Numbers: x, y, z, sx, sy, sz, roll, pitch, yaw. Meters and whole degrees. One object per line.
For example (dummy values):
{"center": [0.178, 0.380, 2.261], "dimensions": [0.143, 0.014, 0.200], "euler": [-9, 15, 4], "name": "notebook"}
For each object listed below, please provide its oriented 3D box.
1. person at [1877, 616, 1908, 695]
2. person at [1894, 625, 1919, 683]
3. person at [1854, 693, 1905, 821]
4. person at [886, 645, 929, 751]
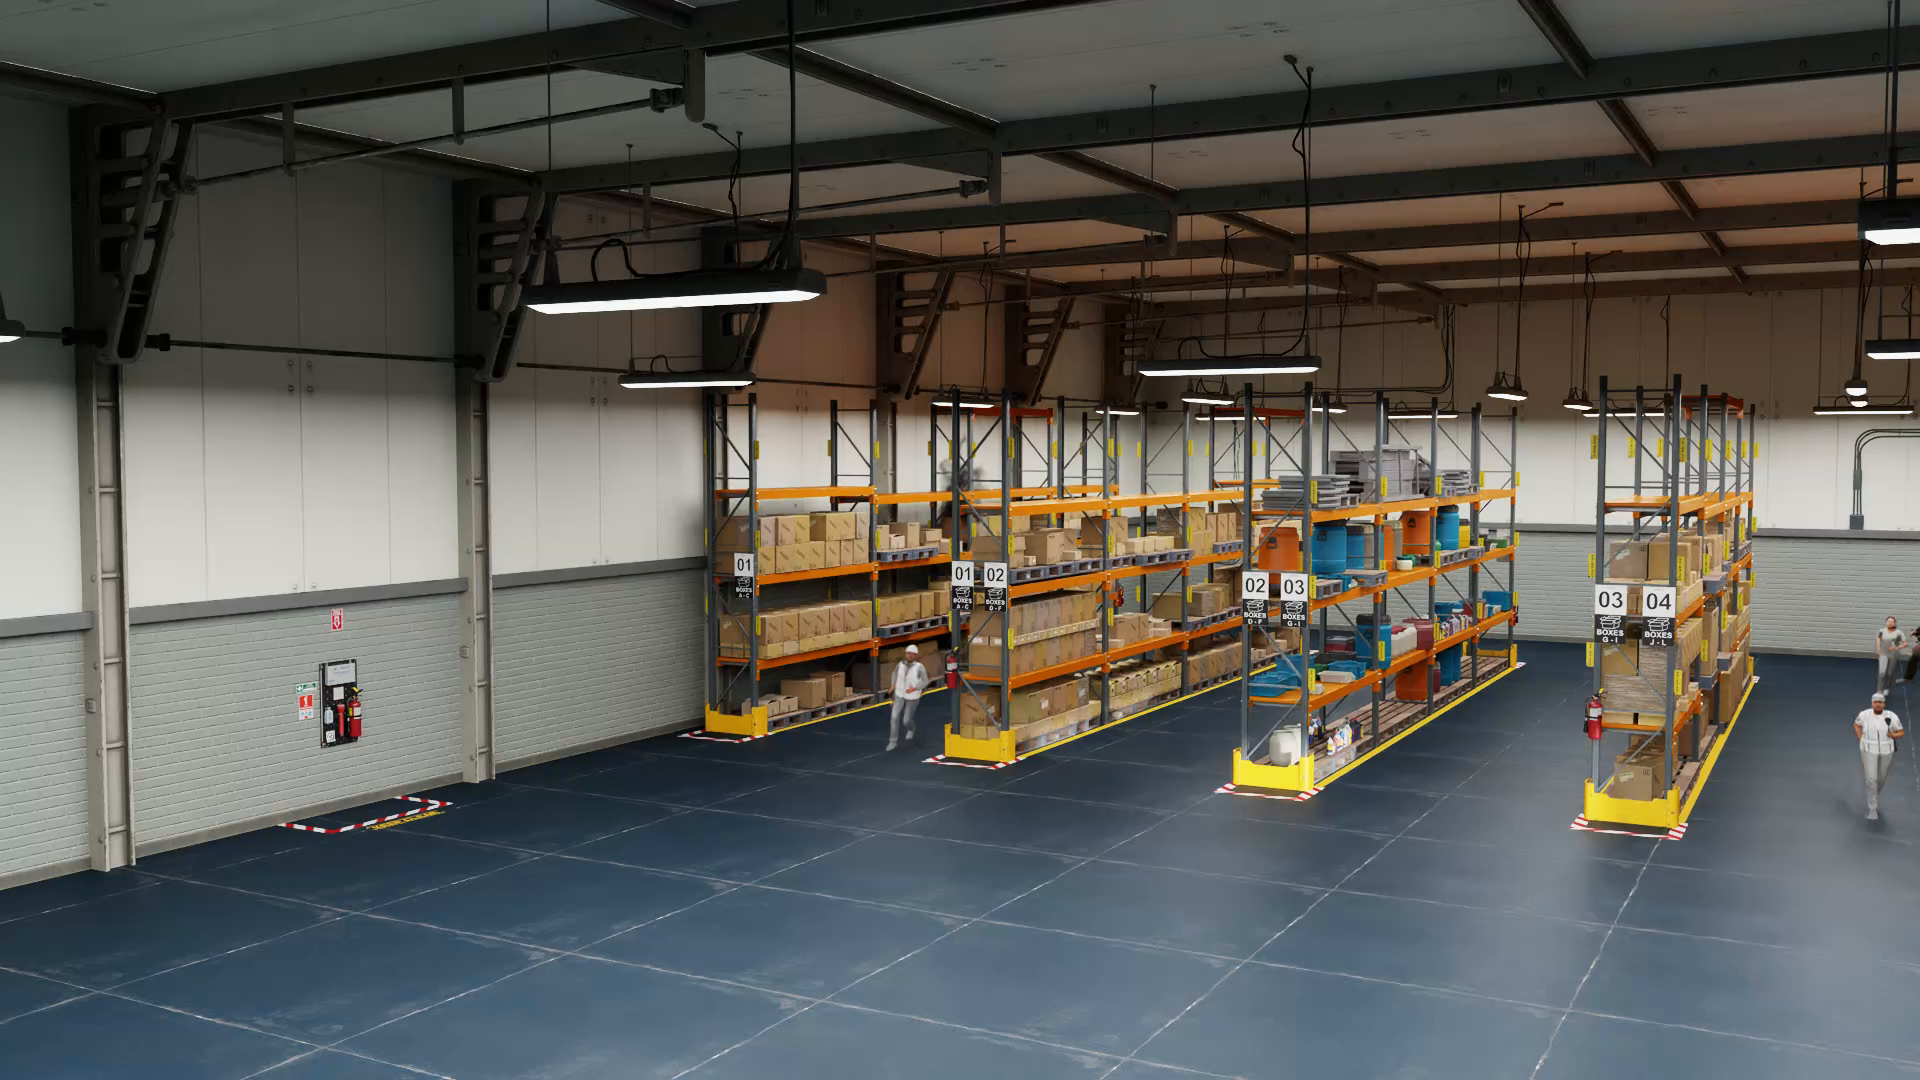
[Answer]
{"center": [18.669, 2.367, 33.323], "dimensions": [0.569, 1.706, 0.829], "euler": [2, 4, 36], "name": "person"}
{"center": [20.502, 2.235, 35.461], "dimensions": [0.963, 1.719, 0.849], "euler": [2, 4, 30], "name": "person"}
{"center": [12.597, 2.946, 22.792], "dimensions": [0.583, 1.712, 0.825], "euler": [1, 3, 20], "name": "person"}
{"center": [-0.855, 2.629, 27.978], "dimensions": [0.697, 1.753, 0.860], "euler": [1, 3, 19], "name": "person"}
